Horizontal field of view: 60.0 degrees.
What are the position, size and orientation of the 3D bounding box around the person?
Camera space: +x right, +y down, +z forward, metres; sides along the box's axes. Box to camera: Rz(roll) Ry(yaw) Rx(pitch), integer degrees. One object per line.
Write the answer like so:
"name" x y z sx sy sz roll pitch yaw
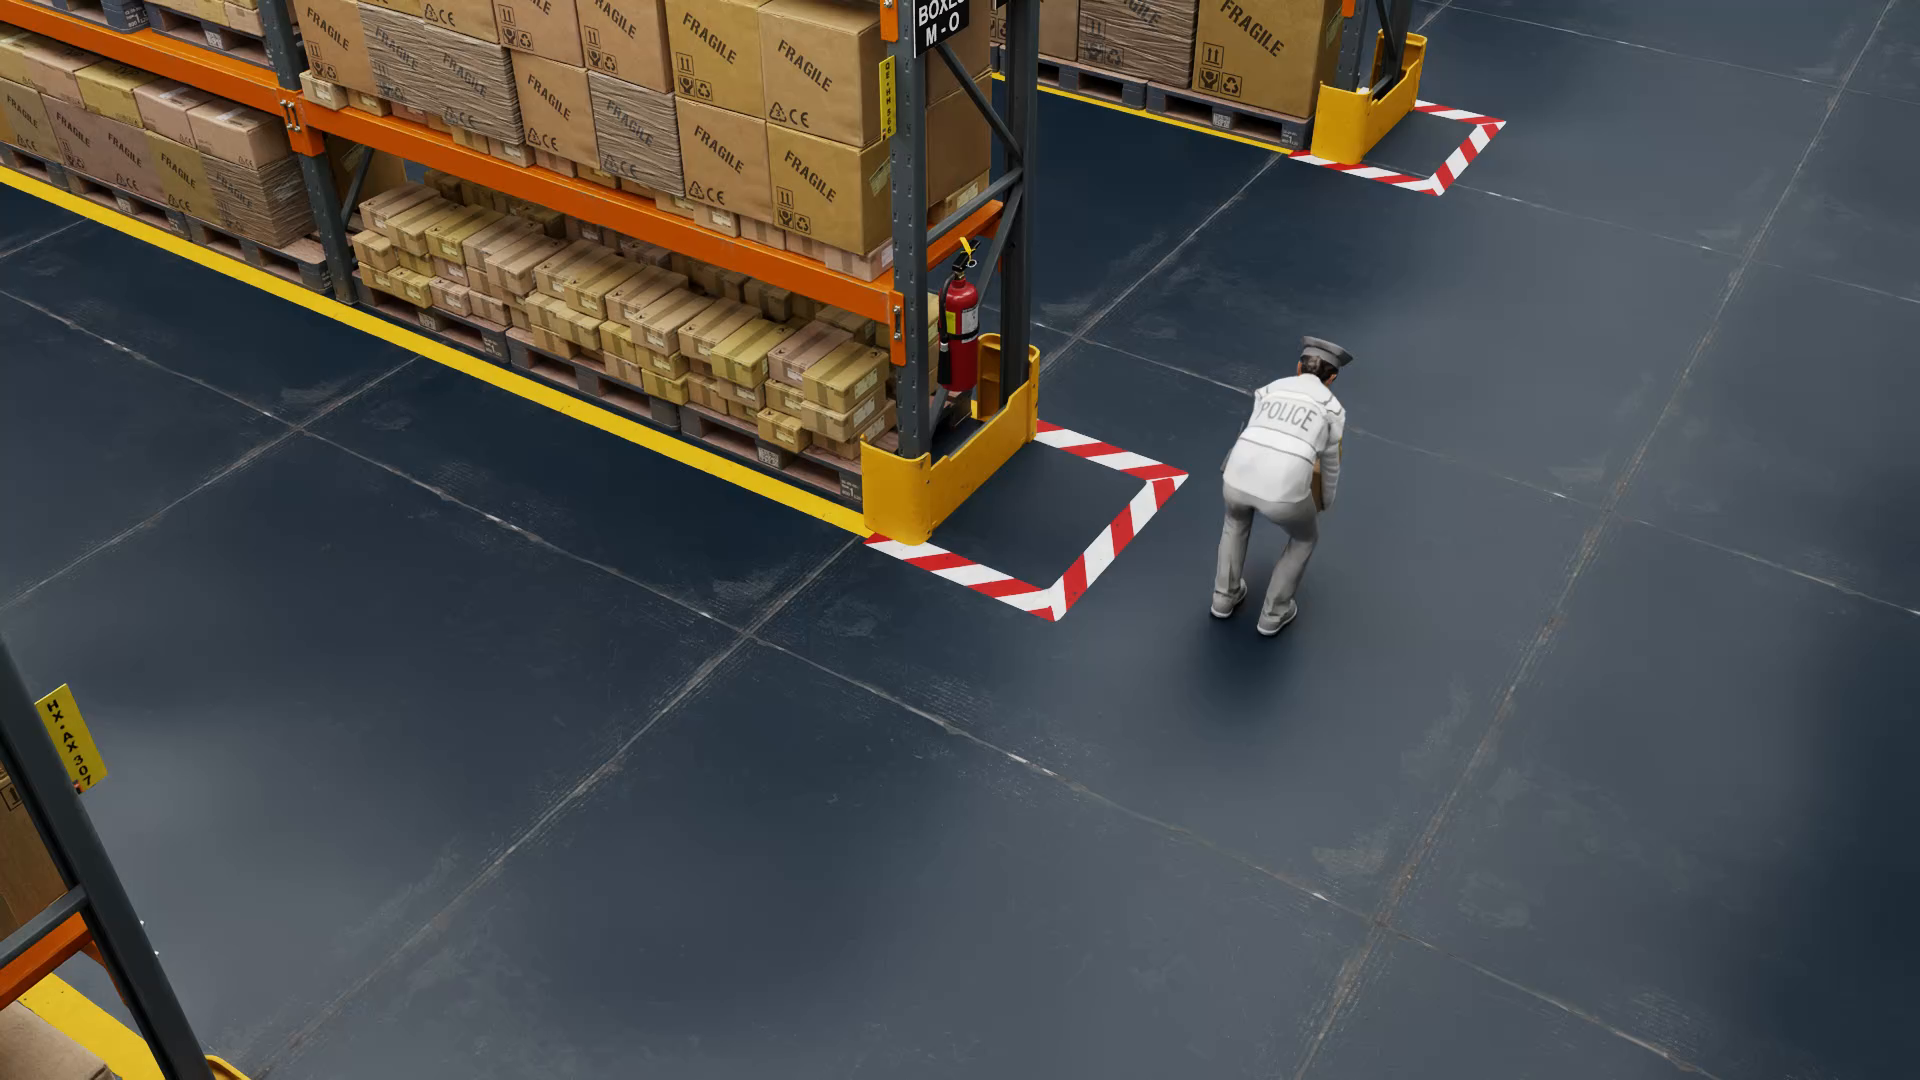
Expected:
"person" 1.440 -0.245 7.366 0.433 1.192 0.908 20 43 23
